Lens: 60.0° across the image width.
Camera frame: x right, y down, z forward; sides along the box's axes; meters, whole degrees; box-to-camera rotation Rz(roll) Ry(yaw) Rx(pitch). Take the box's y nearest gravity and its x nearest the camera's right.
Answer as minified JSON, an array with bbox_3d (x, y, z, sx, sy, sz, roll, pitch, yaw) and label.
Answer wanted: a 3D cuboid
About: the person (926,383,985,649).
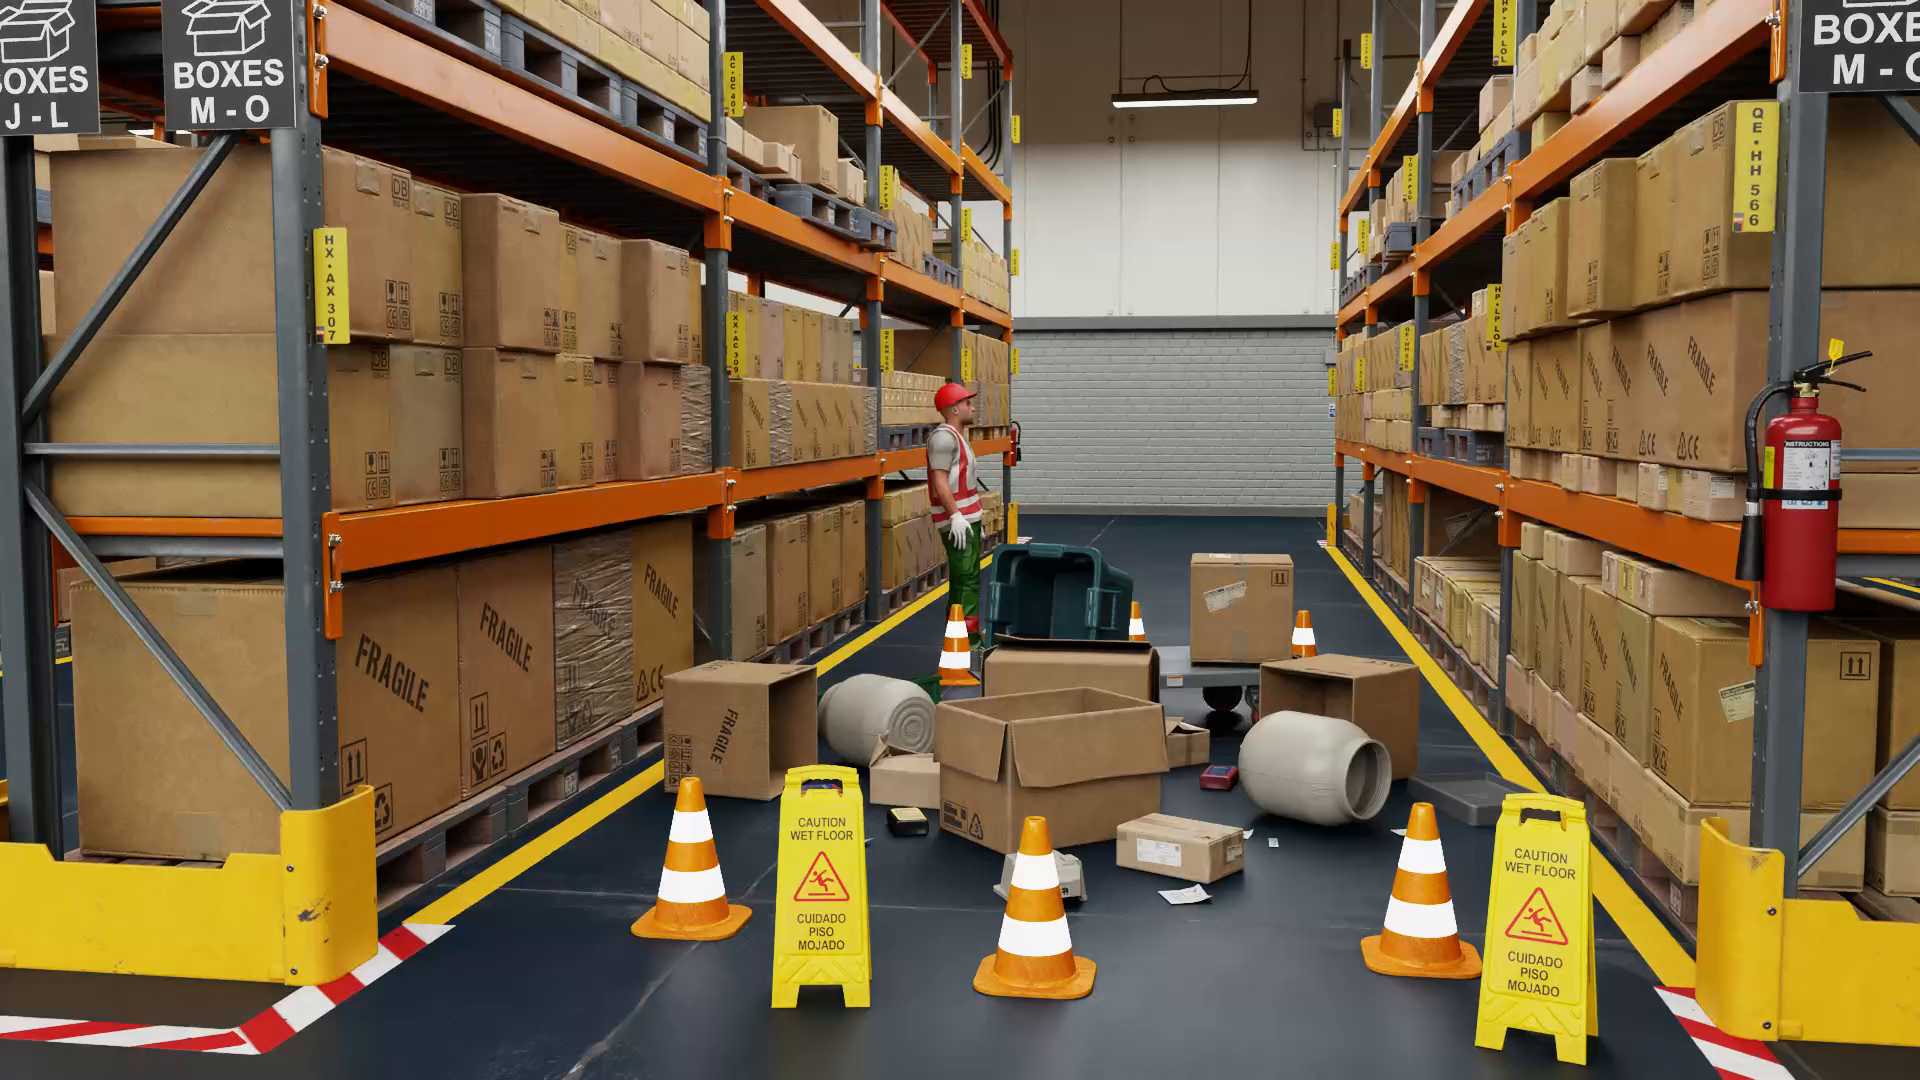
[{"bbox_3d":[0.077,-0.084,10.376,0.564,1.788,0.637,1,4,9],"label":"person"}]
